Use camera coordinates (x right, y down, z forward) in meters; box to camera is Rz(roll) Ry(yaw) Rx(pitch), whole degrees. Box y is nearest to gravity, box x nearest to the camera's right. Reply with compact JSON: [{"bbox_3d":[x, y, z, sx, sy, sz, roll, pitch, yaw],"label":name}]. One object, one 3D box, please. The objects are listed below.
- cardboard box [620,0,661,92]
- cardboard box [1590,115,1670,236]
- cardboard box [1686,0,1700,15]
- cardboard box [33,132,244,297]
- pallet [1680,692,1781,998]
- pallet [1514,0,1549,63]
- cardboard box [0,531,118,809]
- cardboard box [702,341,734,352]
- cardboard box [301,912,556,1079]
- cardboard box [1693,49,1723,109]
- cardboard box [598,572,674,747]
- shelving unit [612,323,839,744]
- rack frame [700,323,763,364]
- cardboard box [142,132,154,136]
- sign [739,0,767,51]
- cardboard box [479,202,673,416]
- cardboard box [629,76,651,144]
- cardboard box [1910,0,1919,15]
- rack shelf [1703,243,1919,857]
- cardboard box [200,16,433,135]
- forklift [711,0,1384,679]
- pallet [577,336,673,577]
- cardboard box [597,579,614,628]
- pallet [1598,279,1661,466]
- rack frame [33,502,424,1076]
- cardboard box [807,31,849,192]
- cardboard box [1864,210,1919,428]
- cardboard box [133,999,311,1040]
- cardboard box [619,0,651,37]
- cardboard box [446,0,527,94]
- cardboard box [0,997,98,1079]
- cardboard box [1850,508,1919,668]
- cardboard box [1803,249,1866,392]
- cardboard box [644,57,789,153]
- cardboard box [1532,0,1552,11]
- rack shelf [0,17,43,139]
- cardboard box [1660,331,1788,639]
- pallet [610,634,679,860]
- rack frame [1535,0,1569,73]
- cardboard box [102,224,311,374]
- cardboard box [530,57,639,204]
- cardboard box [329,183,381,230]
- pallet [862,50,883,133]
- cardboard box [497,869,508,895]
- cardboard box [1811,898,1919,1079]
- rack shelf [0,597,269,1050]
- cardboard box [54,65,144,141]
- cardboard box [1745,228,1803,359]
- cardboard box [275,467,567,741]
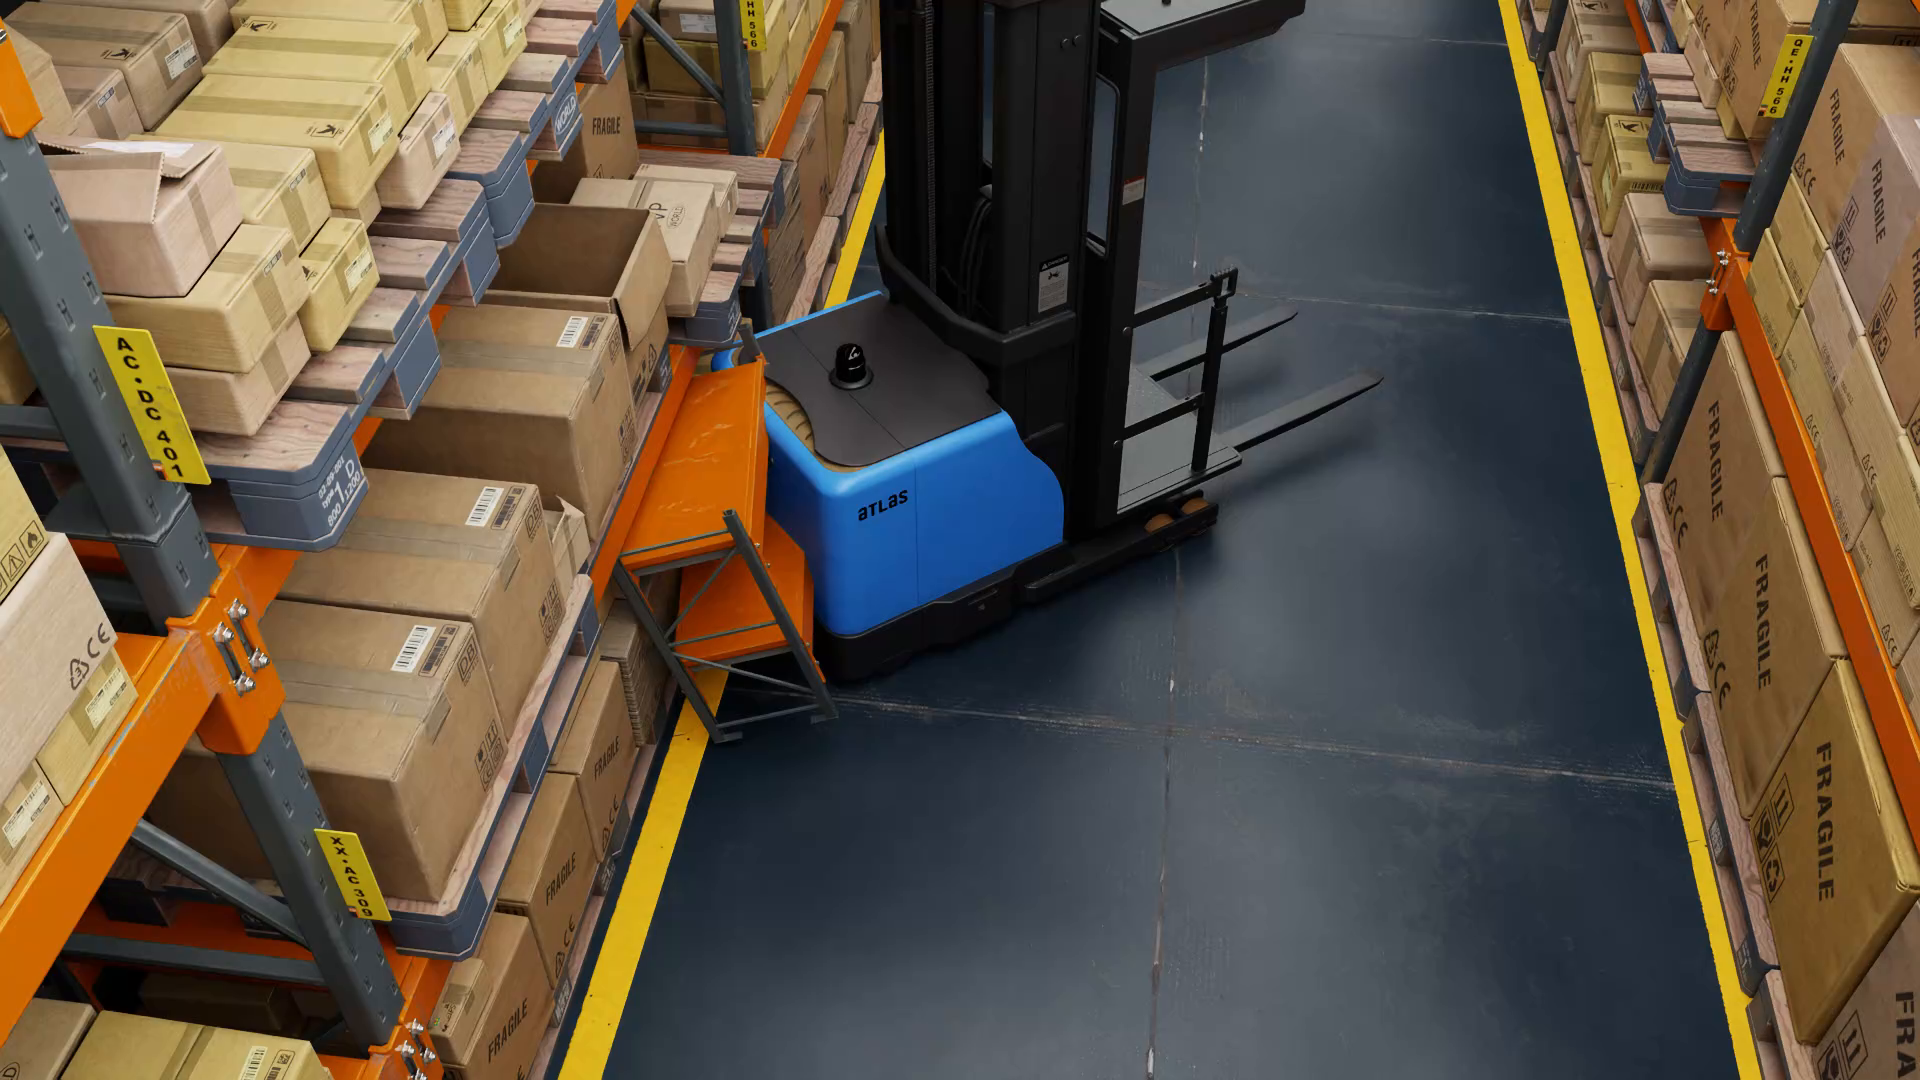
[{"bbox_3d":[-1.569,-2.171,7.129,0.500,0.250,0.500,6,44,6],"label":"cardboard box"},{"bbox_3d":[3.848,-1.866,8.667,0.950,0.372,0.625,7,44,7],"label":"cardboard box"},{"bbox_3d":[3.475,-2.593,7.235,0.500,0.500,0.500,3,43,3],"label":"cardboard box"},{"bbox_3d":[-1.496,-0.605,2.835,0.396,0.266,0.258,5,44,5],"label":"cardboard box"},{"bbox_3d":[3.225,1.108,5.948,1.003,0.211,1.213,5,44,6],"label":"pallet"},{"bbox_3d":[4.150,-3.438,10.750,1.003,0.211,1.213,5,44,6],"label":"pallet"},{"bbox_3d":[-1.697,0.222,2.567,0.500,0.250,0.500,5,44,6],"label":"cardboard box"},{"bbox_3d":[-1.167,-0.833,7.011,0.380,0.149,0.250,3,44,3],"label":"cardboard box"},{"bbox_3d":[-1.595,1.459,5.062,0.500,0.500,0.500,7,44,7],"label":"cardboard box"},{"bbox_3d":[3.331,-1.935,7.011,0.380,0.149,0.250,5,44,5],"label":"cardboard box"},{"bbox_3d":[-1.389,0.403,6.177,0.500,0.500,0.500,4,44,4],"label":"cardboard box"},{"bbox_3d":[-0.871,-0.019,6.341,0.538,1.125,1.048,-13,44,9],"label":"shelving unit"},{"bbox_3d":[-0.893,-0.376,6.701,0.500,1.125,0.032,-13,44,9],"label":"rack frame"},{"bbox_3d":[-1.877,-0.739,3.494,0.380,0.149,0.250,4,44,4],"label":"cardboard box"},{"bbox_3d":[-0.814,-2.061,6.483,0.100,0.325,0.005,5,44,6],"label":"sign"},{"bbox_3d":[-1.385,-0.773,5.527,0.797,0.503,0.637,4,44,5],"label":"cardboard box"},{"bbox_3d":[-1.547,-1.988,7.299,0.500,0.250,0.500,4,44,5],"label":"cardboard box"},{"bbox_3d":[3.857,-1.846,6.446,0.500,0.500,0.500,4,44,4],"label":"cardboard box"},{"bbox_3d":[3.303,0.360,5.233,1.077,0.370,4.000,5,44,6],"label":"rack shelf"},{"bbox_3d":[-1.359,-0.980,3.532,0.380,0.149,0.250,5,44,5],"label":"cardboard box"},{"bbox_3d":[0.526,-1.296,6.509,3.031,2.935,1.130,-24,48,-23],"label":"forklift"},{"bbox_3d":[-1.605,-0.317,5.565,1.003,0.211,1.213,5,44,6],"label":"pallet"},{"bbox_3d":[-1.453,0.231,5.888,0.380,0.149,0.250,5,44,6],"label":"cardboard box"},{"bbox_3d":[3.673,-0.784,7.946,1.003,0.211,1.213,5,44,6],"label":"pallet"},{"bbox_3d":[-1.882,1.014,4.020,1.000,3.000,0.127,5,44,6],"label":"rack frame"},{"bbox_3d":[-1.089,-2.331,8.975,0.875,0.625,0.625,4,44,4],"label":"cardboard box"},{"bbox_3d":[3.121,-0.659,4.987,0.500,0.500,0.500,6,44,7],"label":"cardboard box"},{"bbox_3d":[-2.110,1.407,5.117,0.500,0.500,0.500,5,44,5],"label":"cardboard box"},{"bbox_3d":[-1.510,-2.224,6.895,0.380,0.149,0.250,7,44,7],"label":"cardboard box"},{"bbox_3d":[-1.273,-1.209,3.991,0.380,0.149,0.250,6,44,7],"label":"cardboard box"},{"bbox_3d":[-2.215,1.273,3.639,0.500,0.250,0.500,5,44,5],"label":"cardboard box"},{"bbox_3d":[3.066,0.146,5.045,0.500,0.250,0.500,5,44,6],"label":"cardboard box"},{"bbox_3d":[3.187,-0.716,5.592,0.500,0.250,0.500,6,44,7],"label":"cardboard box"},{"bbox_3d":[-1.052,-1.938,7.247,0.500,0.250,0.500,5,44,6],"label":"cardboard box"},{"bbox_3d":[3.908,-3.571,10.557,0.500,0.250,0.500,7,44,7],"label":"cardboard box"},{"bbox_3d":[-1.617,-2.121,3.782,1.077,0.370,4.000,5,44,6],"label":"rack shelf"},{"bbox_3d":[3.394,-0.182,6.522,0.875,0.875,0.875,5,44,5],"label":"cardboard box"},{"bbox_3d":[-1.653,0.635,6.449,1.003,0.211,1.213,5,44,6],"label":"pallet"},{"bbox_3d":[4.097,-3.990,9.304,1.000,3.000,0.127,5,44,6],"label":"rack frame"},{"bbox_3d":[-1.407,-0.445,2.967,0.380,0.149,0.250,6,44,7],"label":"cardboard box"},{"bbox_3d":[-1.576,-1.565,6.365,0.500,0.500,0.500,7,44,7],"label":"cardboard box"},{"bbox_3d":[-1.443,-0.696,3.448,0.380,0.149,0.250,6,44,6],"label":"cardboard box"},{"bbox_3d":[-0.883,-2.920,10.203,1.003,0.211,1.213,5,44,6],"label":"pallet"},{"bbox_3d":[-1.588,0.941,5.137,0.380,0.149,0.250,3,44,3],"label":"cardboard box"},{"bbox_3d":[3.042,1.651,4.586,0.875,0.875,0.875,6,44,7],"label":"cardboard box"},{"bbox_3d":[-2.146,1.549,1.797,1.077,0.370,4.000,5,44,6],"label":"rack shelf"},{"bbox_3d":[-1.921,-0.845,3.389,0.380,0.149,0.250,4,44,5],"label":"cardboard box"},{"bbox_3d":[3.254,-0.899,6.149,0.500,0.250,0.500,5,44,5],"label":"cardboard box"},{"bbox_3d":[-1.527,0.162,4.541,0.700,0.500,0.500,6,44,6],"label":"cardboard box"}]
